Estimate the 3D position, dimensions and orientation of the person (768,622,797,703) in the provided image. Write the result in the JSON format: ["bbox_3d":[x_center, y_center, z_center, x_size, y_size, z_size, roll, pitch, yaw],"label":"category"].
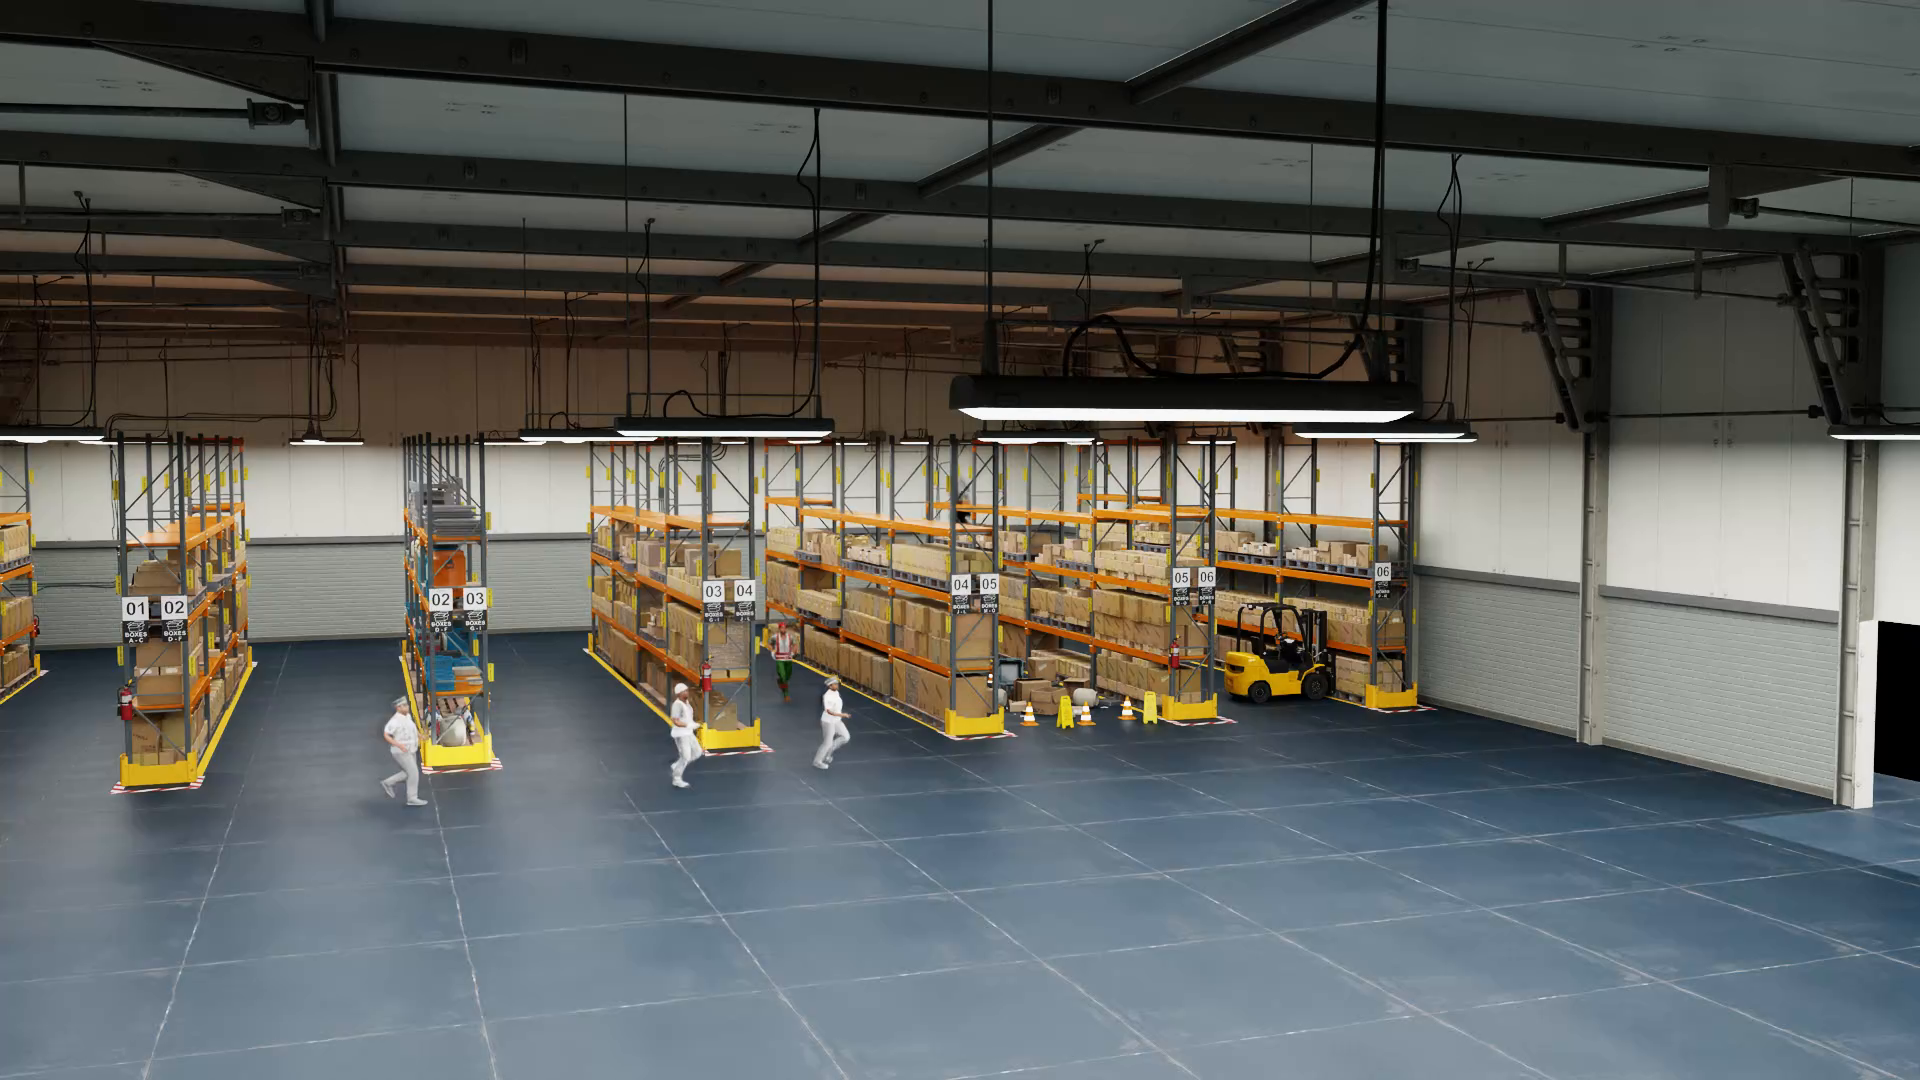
[{"bbox_3d":[-4.010,2.751,37.876,0.627,1.778,1.117,-1,3,-25],"label":"person"}]

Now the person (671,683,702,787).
[{"bbox_3d":[-4.634,3.286,28.072,0.572,1.745,0.739,0,3,7],"label":"person"}]

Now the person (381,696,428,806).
[{"bbox_3d":[-8.924,3.374,26.640,0.800,1.736,0.675,0,3,7],"label":"person"}]

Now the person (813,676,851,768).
[{"bbox_3d":[-2.259,3.238,29.735,0.738,1.655,0.603,1,3,21],"label":"person"}]
